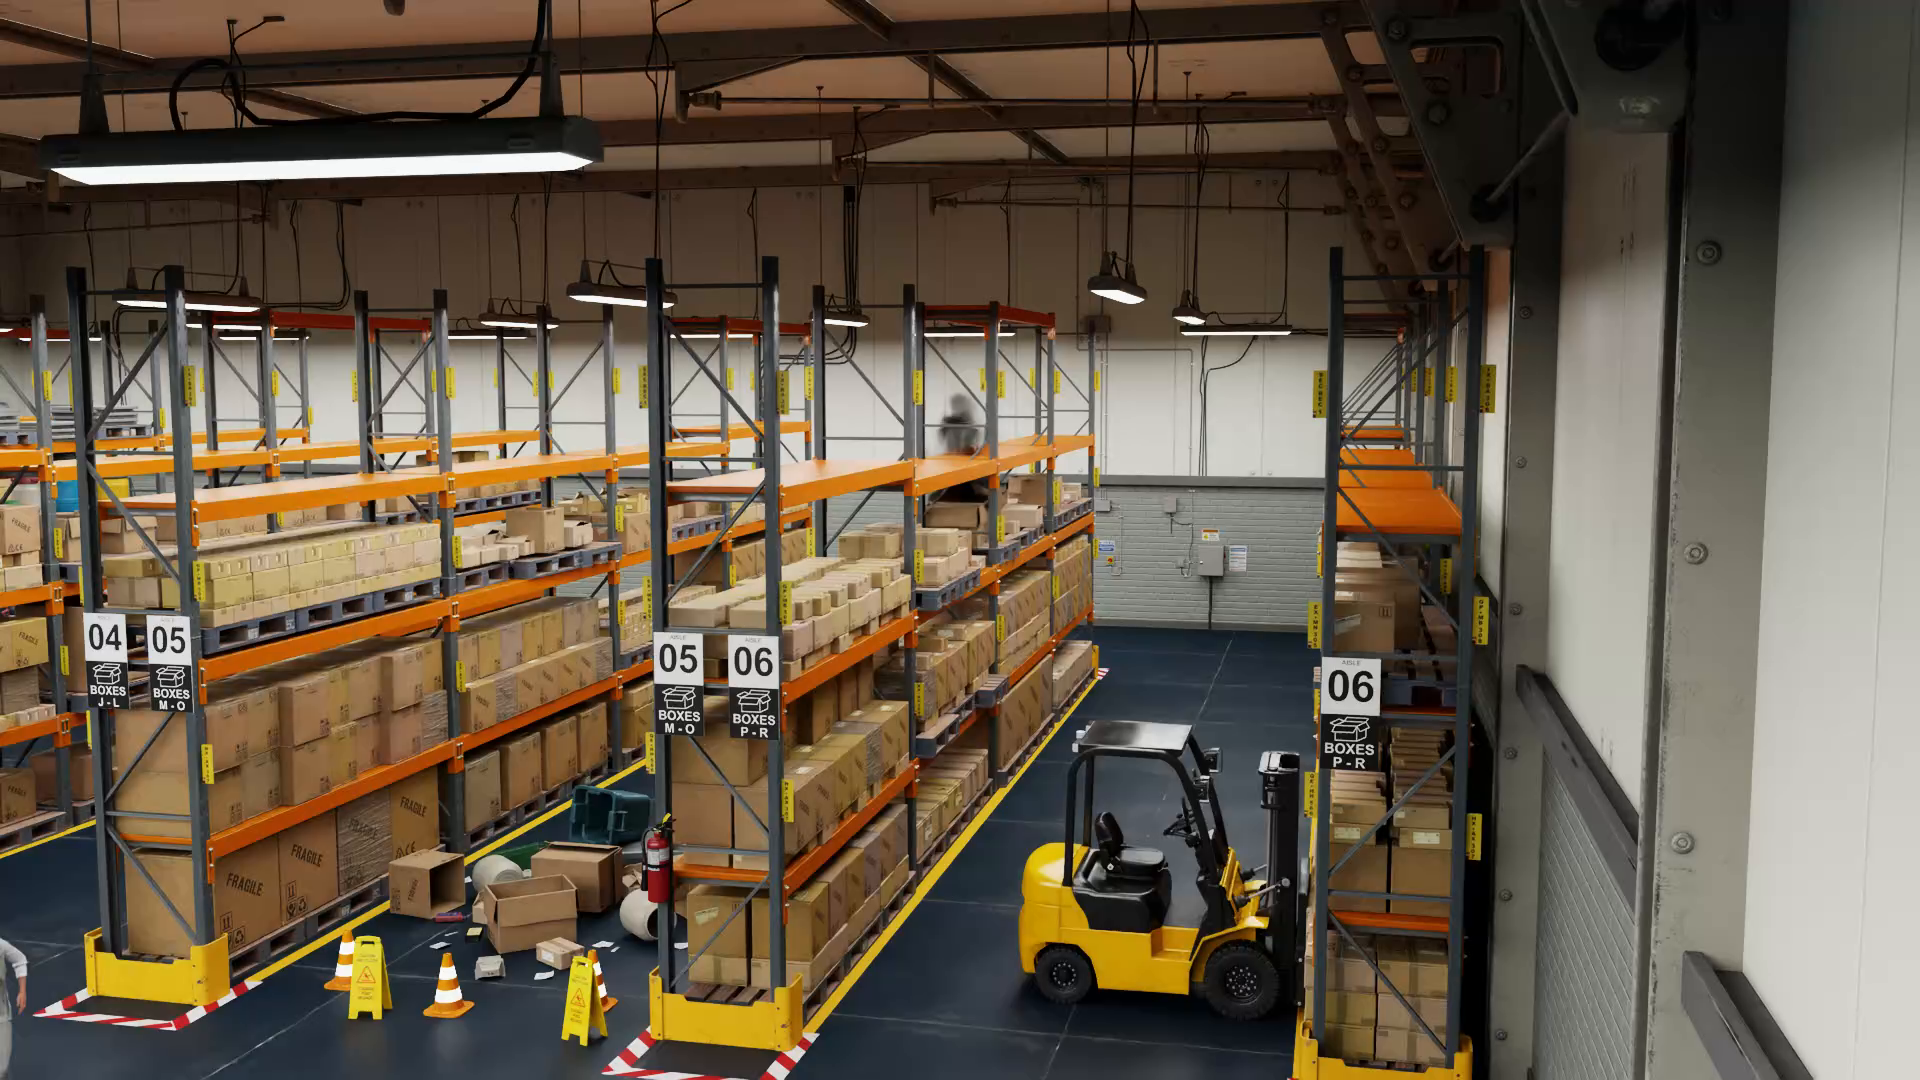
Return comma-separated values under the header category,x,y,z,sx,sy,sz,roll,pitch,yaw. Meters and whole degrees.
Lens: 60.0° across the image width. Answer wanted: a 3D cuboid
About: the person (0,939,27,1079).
category,x,y,z,sx,sy,sz,roll,pitch,yaw
person,-6.492,3.258,11.054,0.550,1.654,0.731,-3,7,-30
